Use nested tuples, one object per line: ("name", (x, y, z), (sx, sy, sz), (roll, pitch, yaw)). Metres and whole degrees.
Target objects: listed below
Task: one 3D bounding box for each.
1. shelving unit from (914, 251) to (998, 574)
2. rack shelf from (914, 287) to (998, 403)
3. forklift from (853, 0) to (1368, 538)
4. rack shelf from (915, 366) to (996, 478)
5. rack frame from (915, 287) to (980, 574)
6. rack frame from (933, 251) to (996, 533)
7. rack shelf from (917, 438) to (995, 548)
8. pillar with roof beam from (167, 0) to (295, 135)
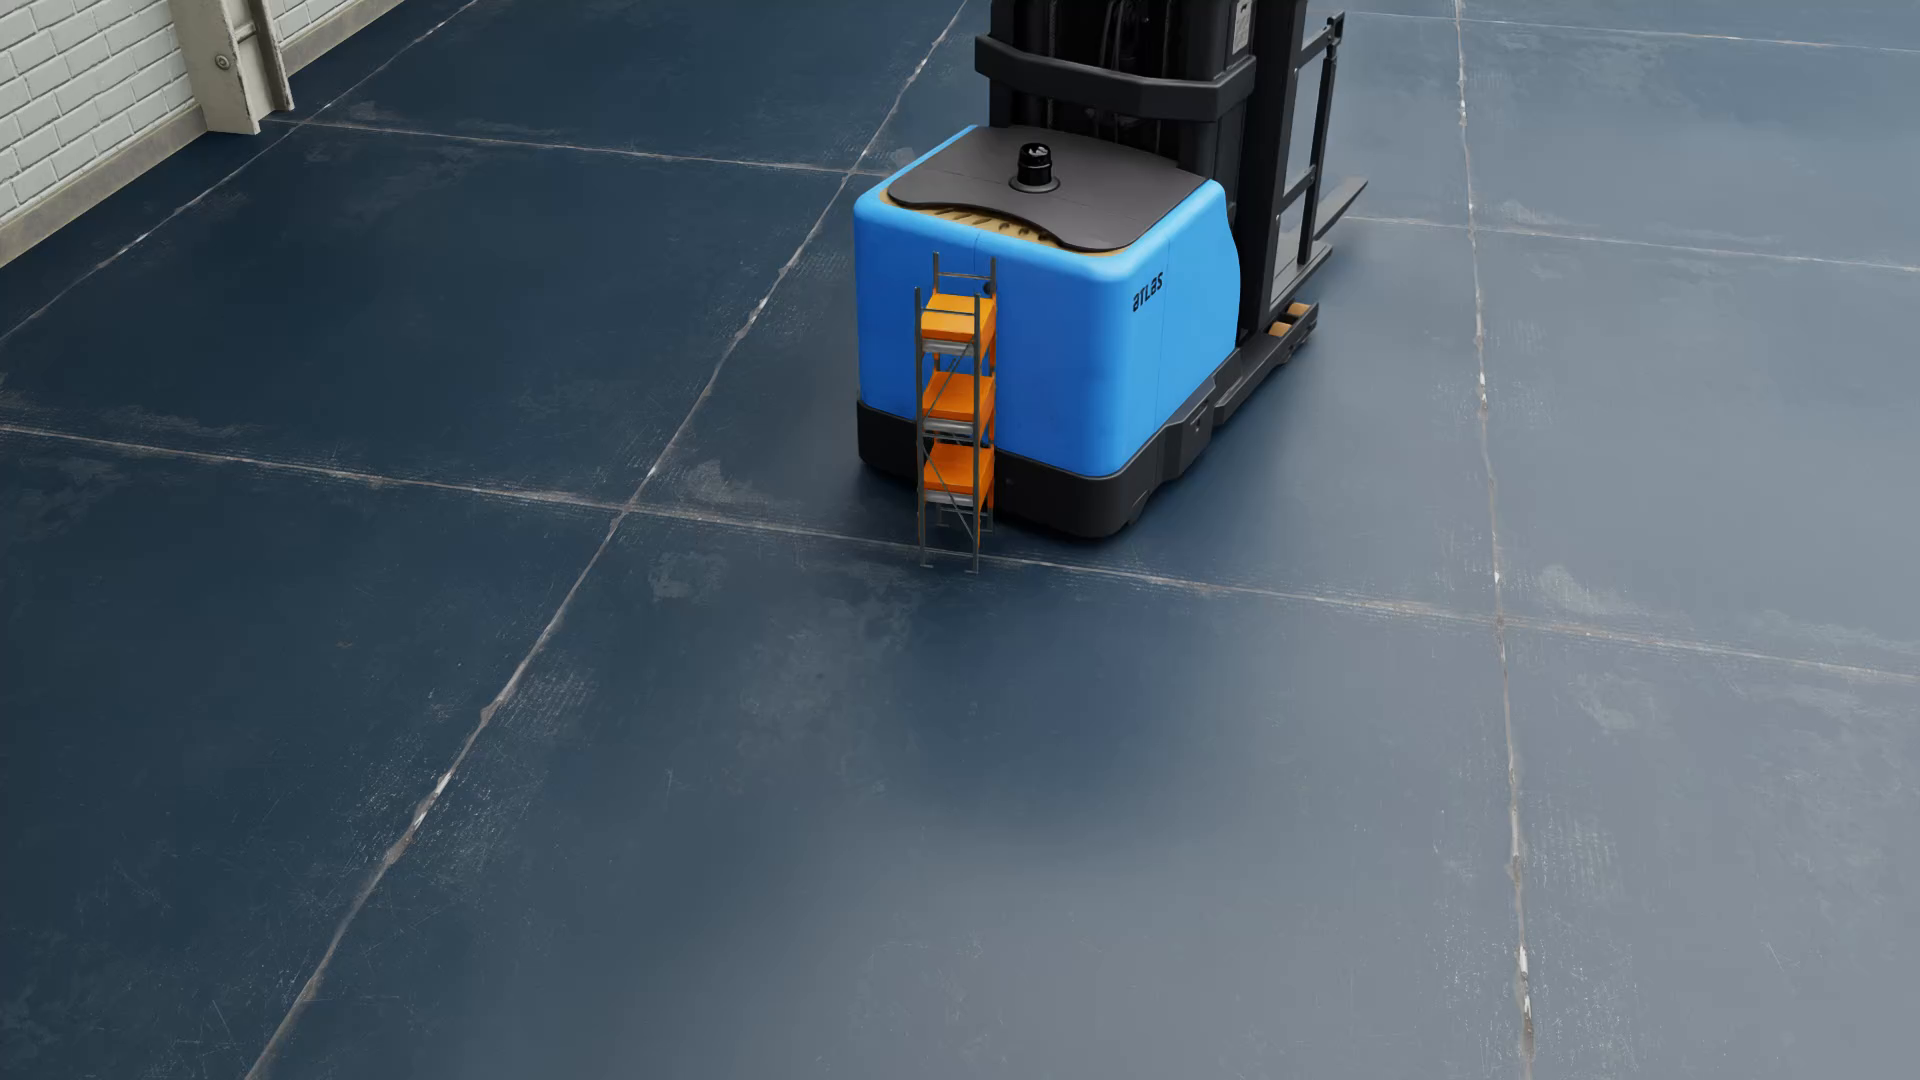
("shelving unit", (-0.011, -0.394, 5.400), (0.215, 1.050, 0.252), (7, 37, 10))
("rack shelf", (-0.011, -0.616, 5.239), (0.215, 0.259, 0.240), (7, 37, 10))
("forklift", (0.821, -2.031, 6.054), (1.130, 2.935, 3.031), (19, 40, 25))
("rack shelf", (-0.011, -0.386, 5.406), (0.215, 0.259, 0.240), (7, 37, 10))
("rack frame", (-0.038, -0.324, 5.303), (0.200, 1.050, 0.008), (7, 37, 10))
("rack frame", (0.015, -0.464, 5.496), (0.200, 1.050, 0.008), (7, 37, 10))
("rack shelf", (-0.011, -0.161, 5.569), (0.215, 0.259, 0.240), (7, 37, 10))
("pillar with roof beam", (0.425, -5.347, 5.460), (9.100, 9.000, 0.400), (7, 37, 10))
